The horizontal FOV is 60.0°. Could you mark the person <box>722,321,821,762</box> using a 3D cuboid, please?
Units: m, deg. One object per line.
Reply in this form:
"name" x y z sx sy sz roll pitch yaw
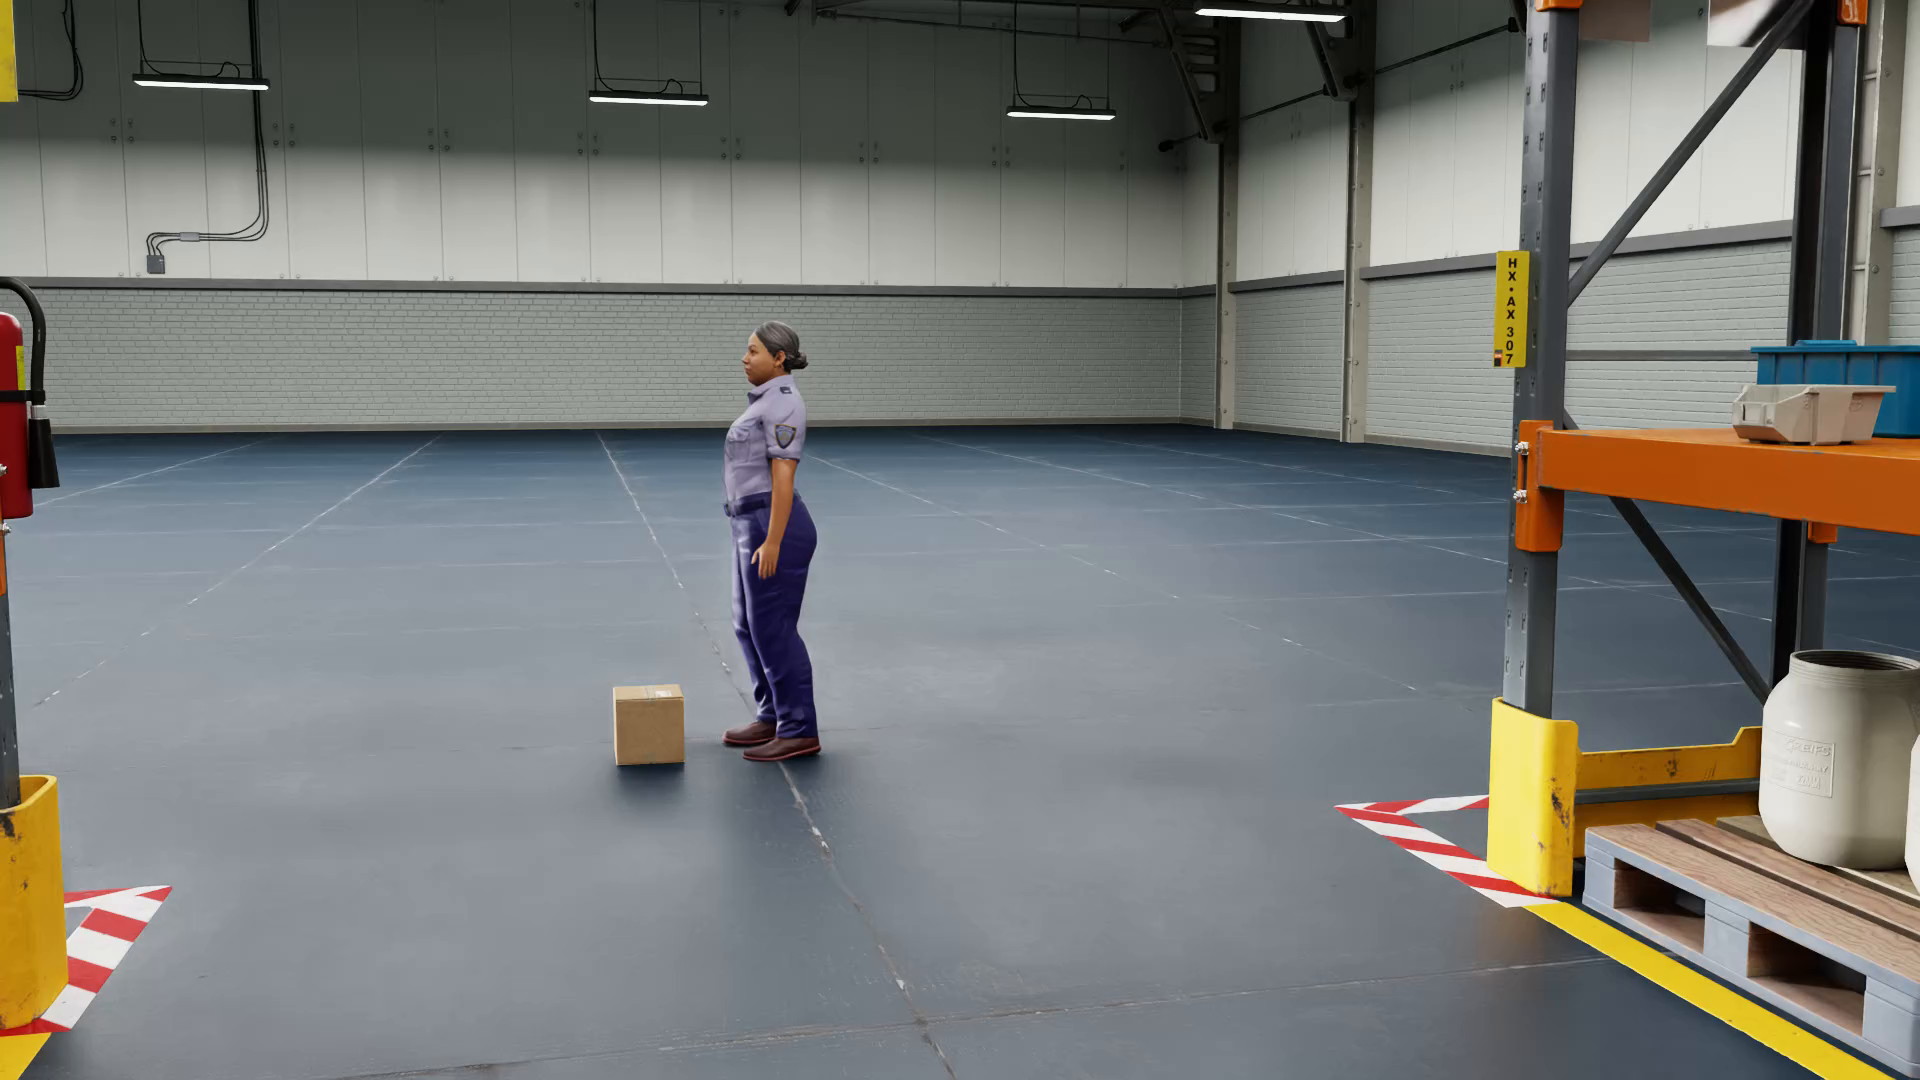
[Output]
"person" -0.728 -0.001 6.315 0.351 1.650 0.466 -1 6 -12
